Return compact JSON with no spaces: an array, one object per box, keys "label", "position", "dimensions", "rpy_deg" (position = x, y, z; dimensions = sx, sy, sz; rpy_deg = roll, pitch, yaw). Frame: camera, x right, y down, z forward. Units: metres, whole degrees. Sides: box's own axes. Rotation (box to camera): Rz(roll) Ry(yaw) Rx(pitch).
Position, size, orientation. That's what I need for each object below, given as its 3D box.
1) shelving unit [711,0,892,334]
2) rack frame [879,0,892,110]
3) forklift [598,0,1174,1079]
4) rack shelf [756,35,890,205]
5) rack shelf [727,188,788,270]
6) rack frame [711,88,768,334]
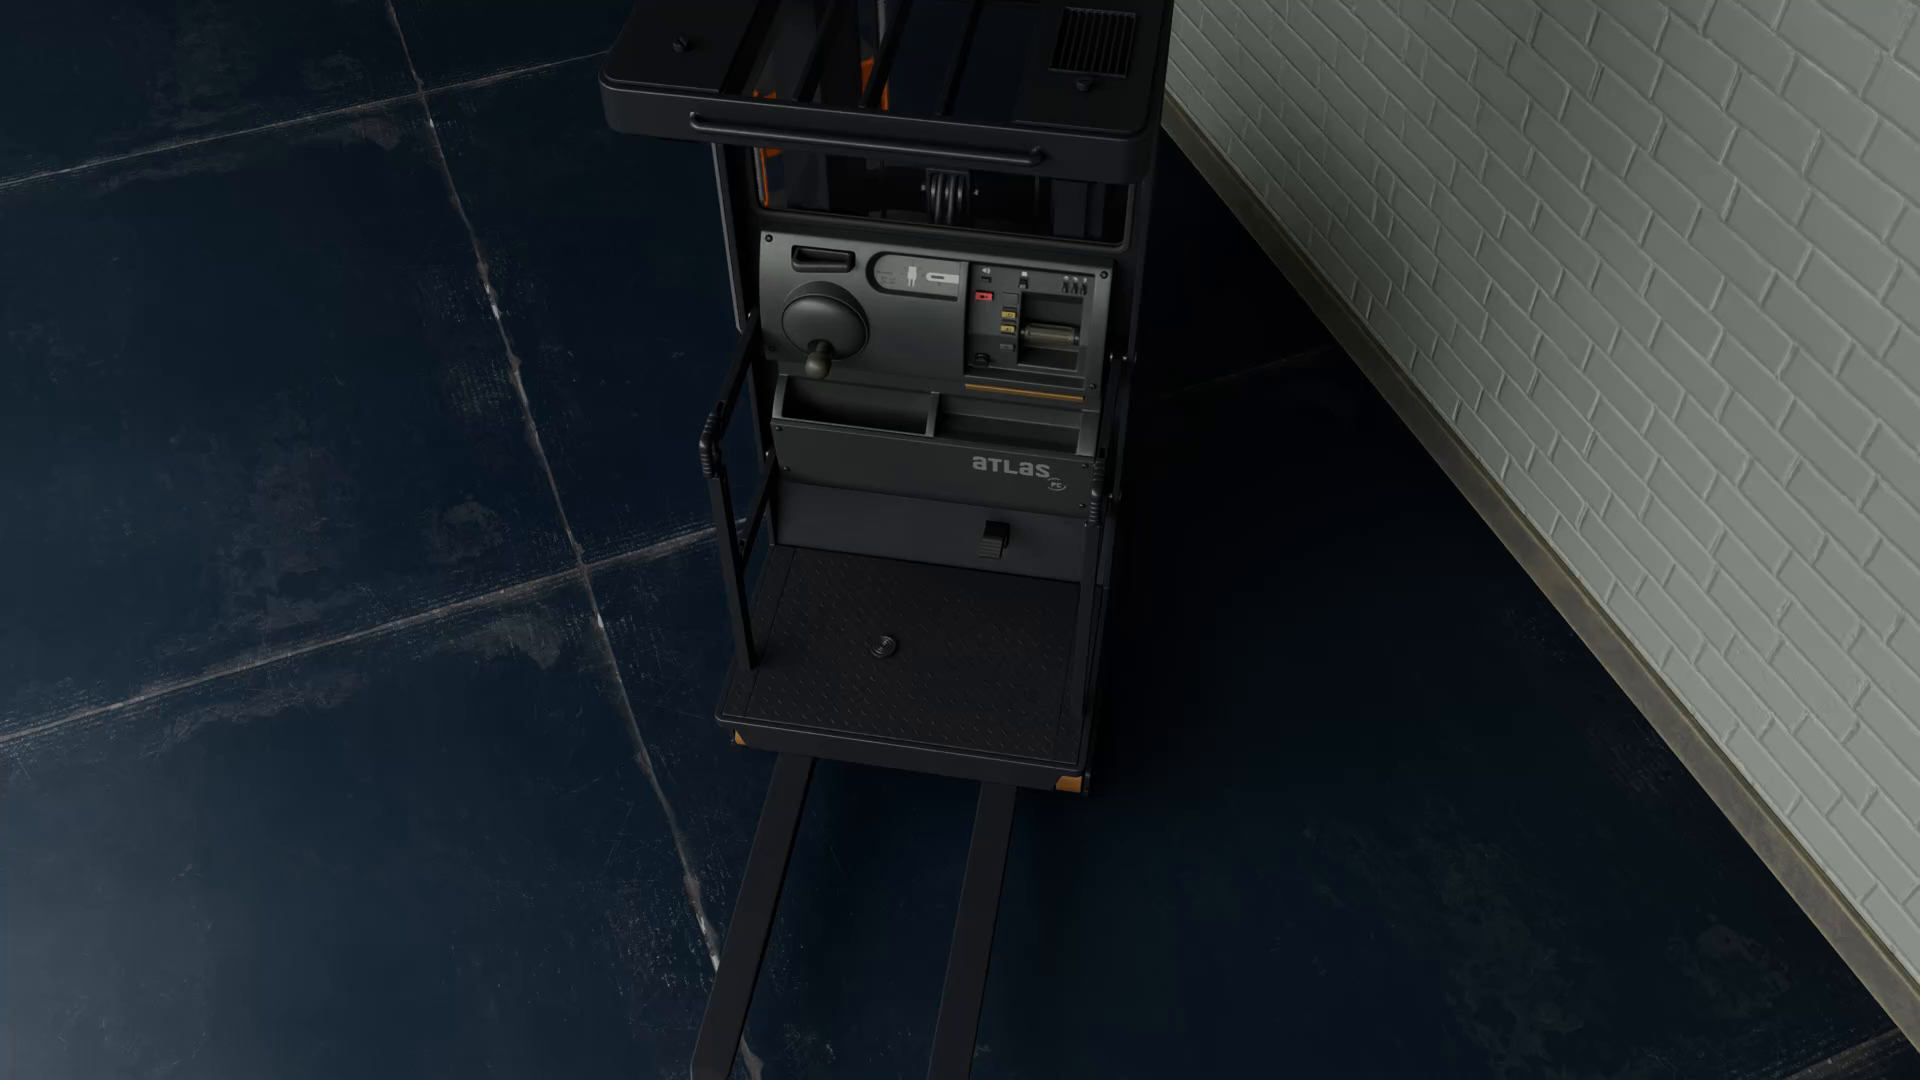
[{"label":"shelving unit","position":[-0.550,-1.483,5.639],"dimensions":[0.503,2.100,0.431],"rpy_deg":[-25,54,-20]},{"label":"rack frame","position":[-0.343,-1.581,5.724],"dimensions":[0.015,2.100,0.400],"rpy_deg":[-25,54,-20]},{"label":"forklift","position":[-0.103,-0.489,4.238],"dimensions":[1.130,2.935,3.031],"rpy_deg":[7,50,6]},{"label":"rack shelf","position":[-0.550,-1.474,5.650],"dimensions":[0.480,0.518,0.431],"rpy_deg":[-25,54,-20]},{"label":"rack shelf","position":[-0.550,-1.018,6.181],"dimensions":[0.480,0.518,0.431],"rpy_deg":[-25,54,-20]},{"label":"rack frame","position":[-0.756,-1.384,5.555],"dimensions":[0.015,2.100,0.400],"rpy_deg":[-25,54,-20]}]
